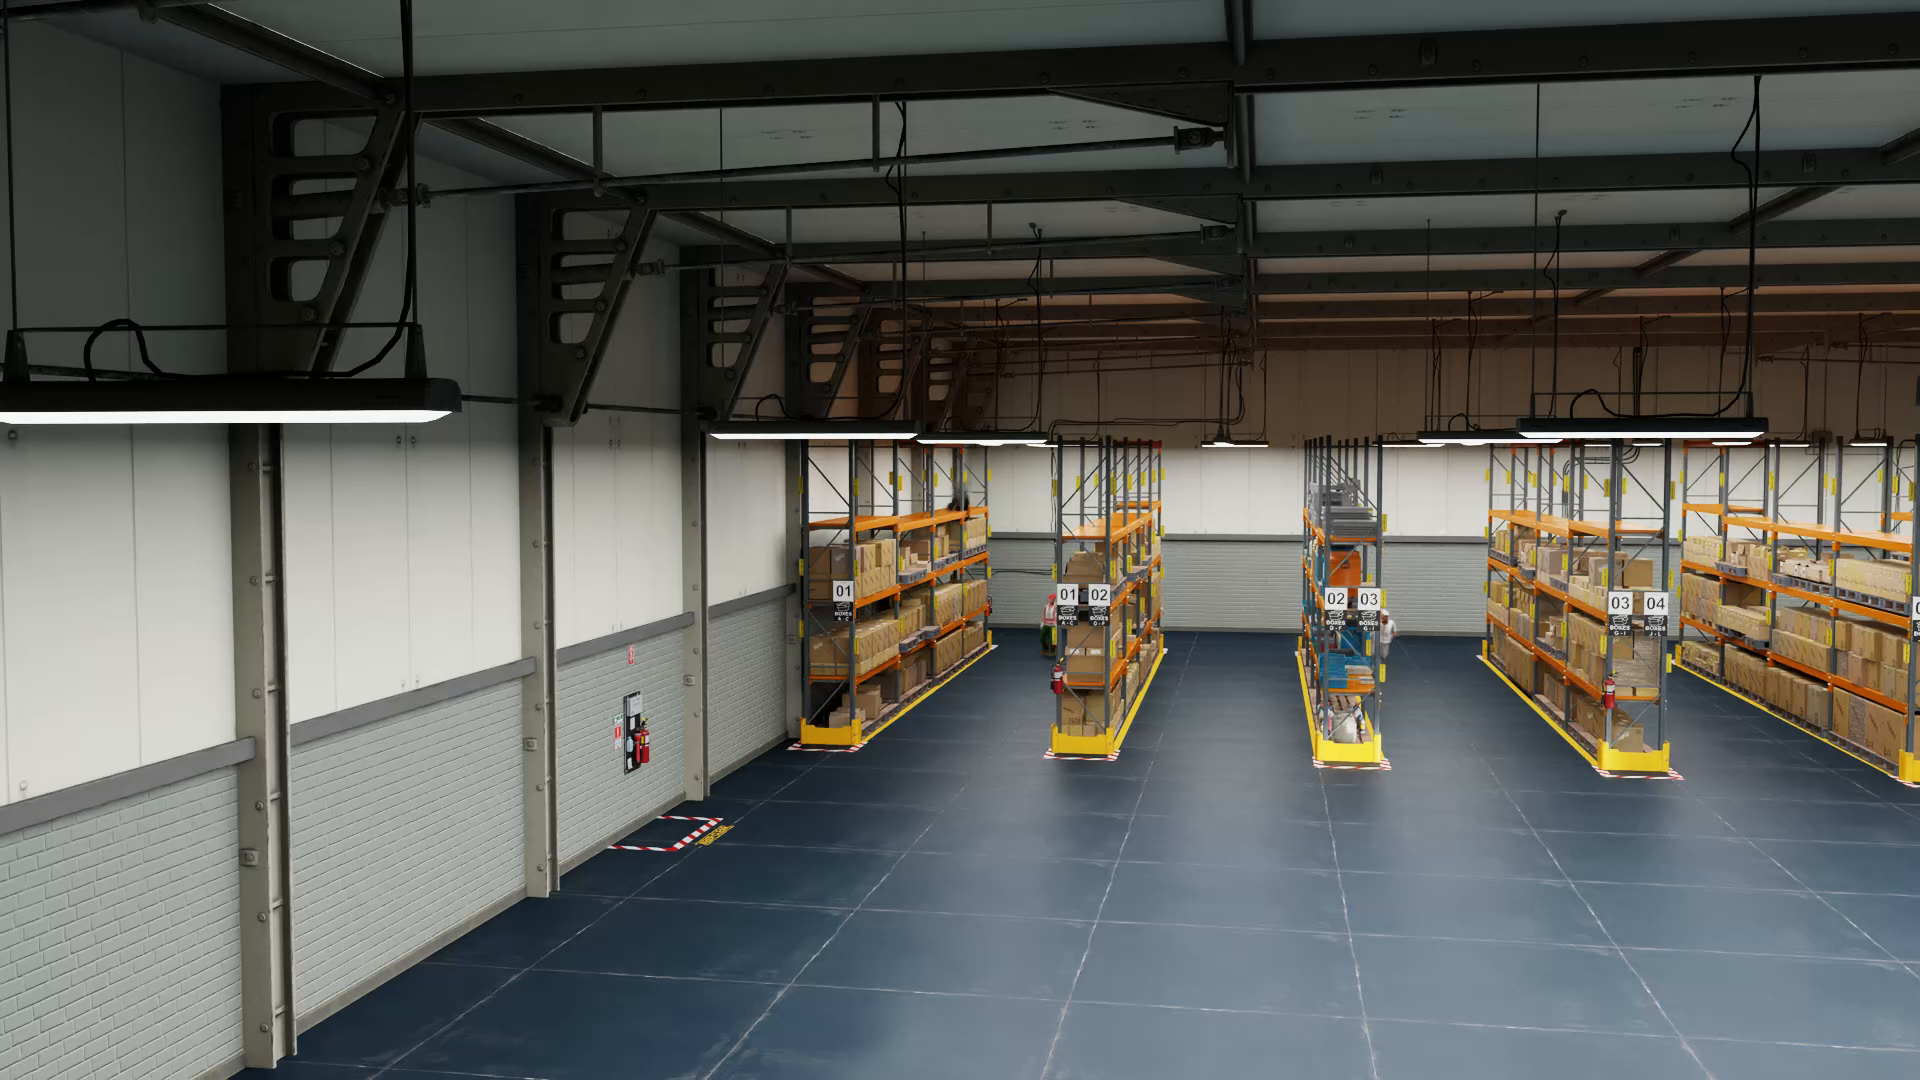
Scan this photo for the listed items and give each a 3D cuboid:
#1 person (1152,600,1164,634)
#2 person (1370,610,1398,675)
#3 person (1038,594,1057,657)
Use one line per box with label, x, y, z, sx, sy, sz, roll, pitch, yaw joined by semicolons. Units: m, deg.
person;5.699;2.204;49.139;0.688;1.746;0.885;-2;4;-37
person;10.773;2.597;42.337;0.697;1.664;0.983;0;3;5
person;2.456;2.359;45.938;0.768;1.750;0.574;2;4;29
